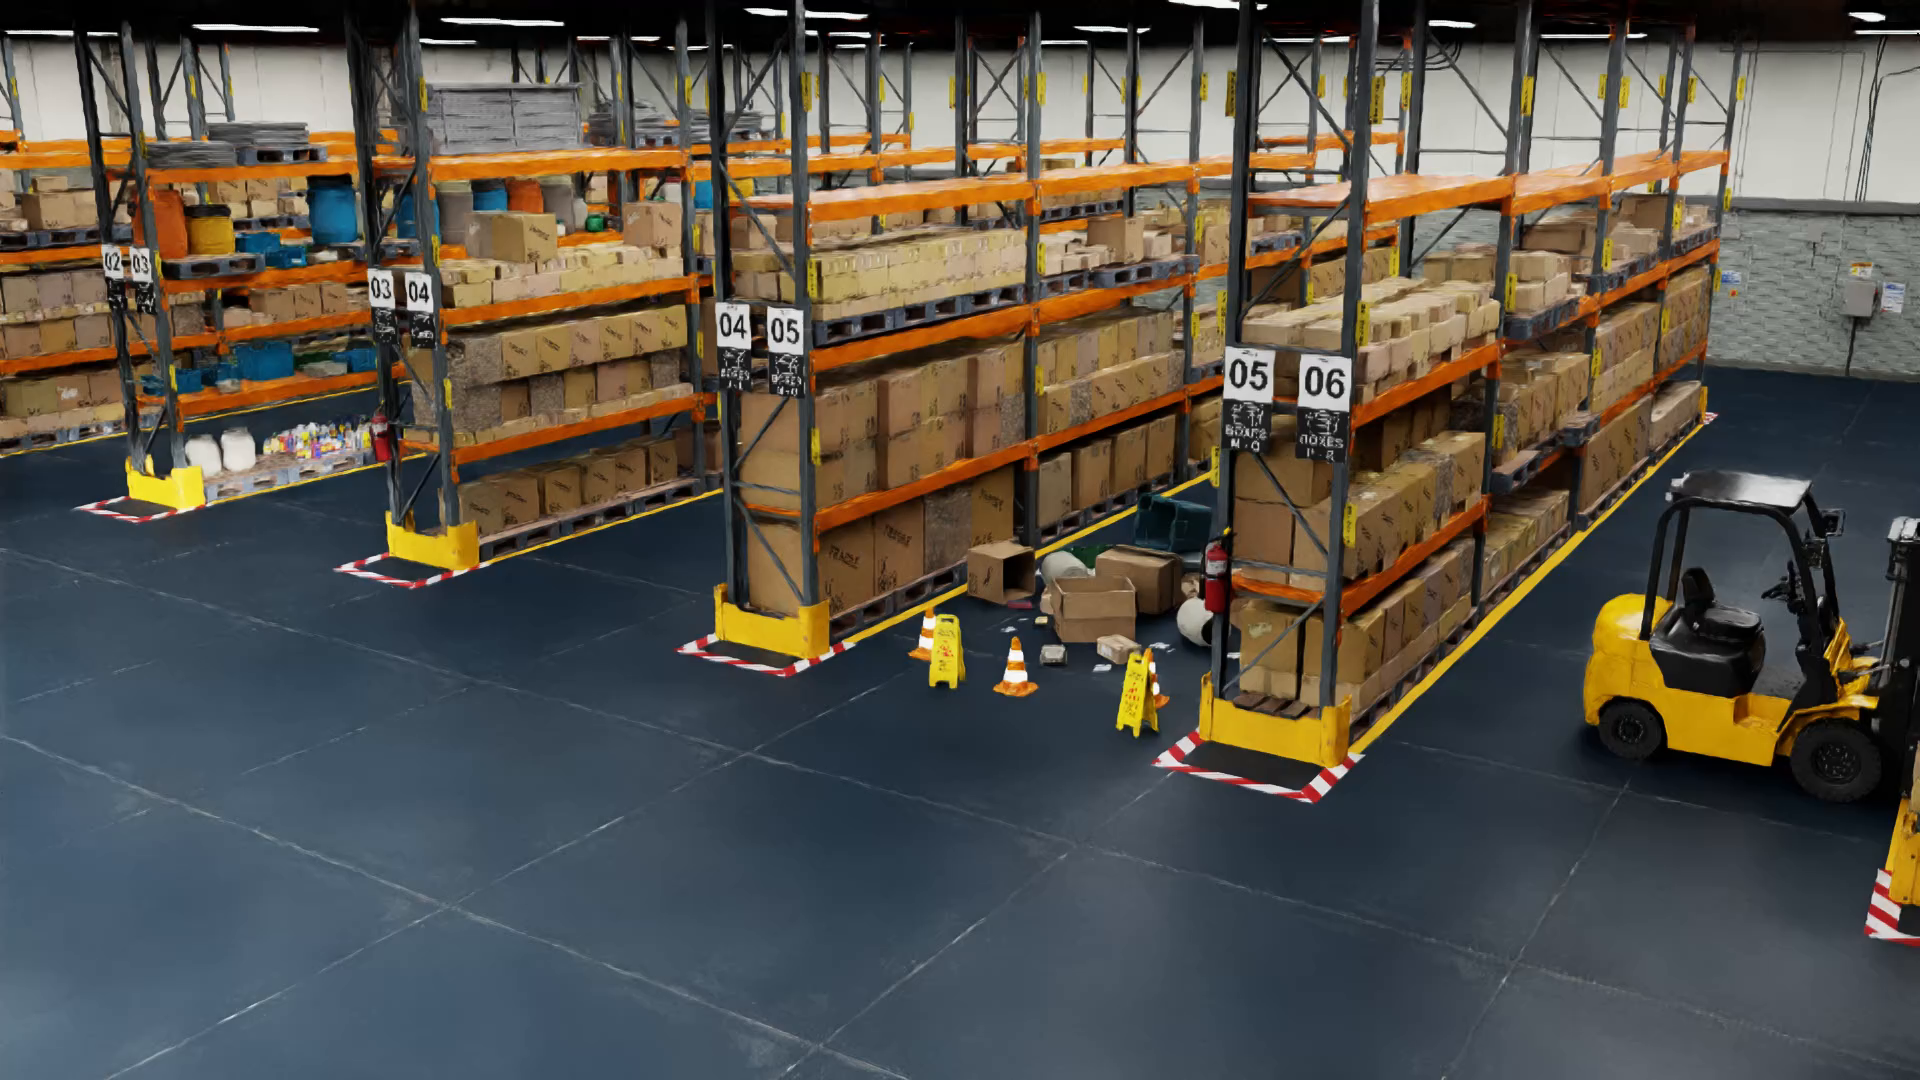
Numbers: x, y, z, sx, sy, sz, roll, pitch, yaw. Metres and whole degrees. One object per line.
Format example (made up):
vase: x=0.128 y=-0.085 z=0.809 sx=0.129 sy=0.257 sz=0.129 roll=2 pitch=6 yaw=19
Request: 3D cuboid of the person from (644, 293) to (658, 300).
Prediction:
person: x=-6.123 y=-4.620 z=32.796 sx=0.445 sy=1.591 sz=1.110 roll=9 pitch=18 yaw=29
